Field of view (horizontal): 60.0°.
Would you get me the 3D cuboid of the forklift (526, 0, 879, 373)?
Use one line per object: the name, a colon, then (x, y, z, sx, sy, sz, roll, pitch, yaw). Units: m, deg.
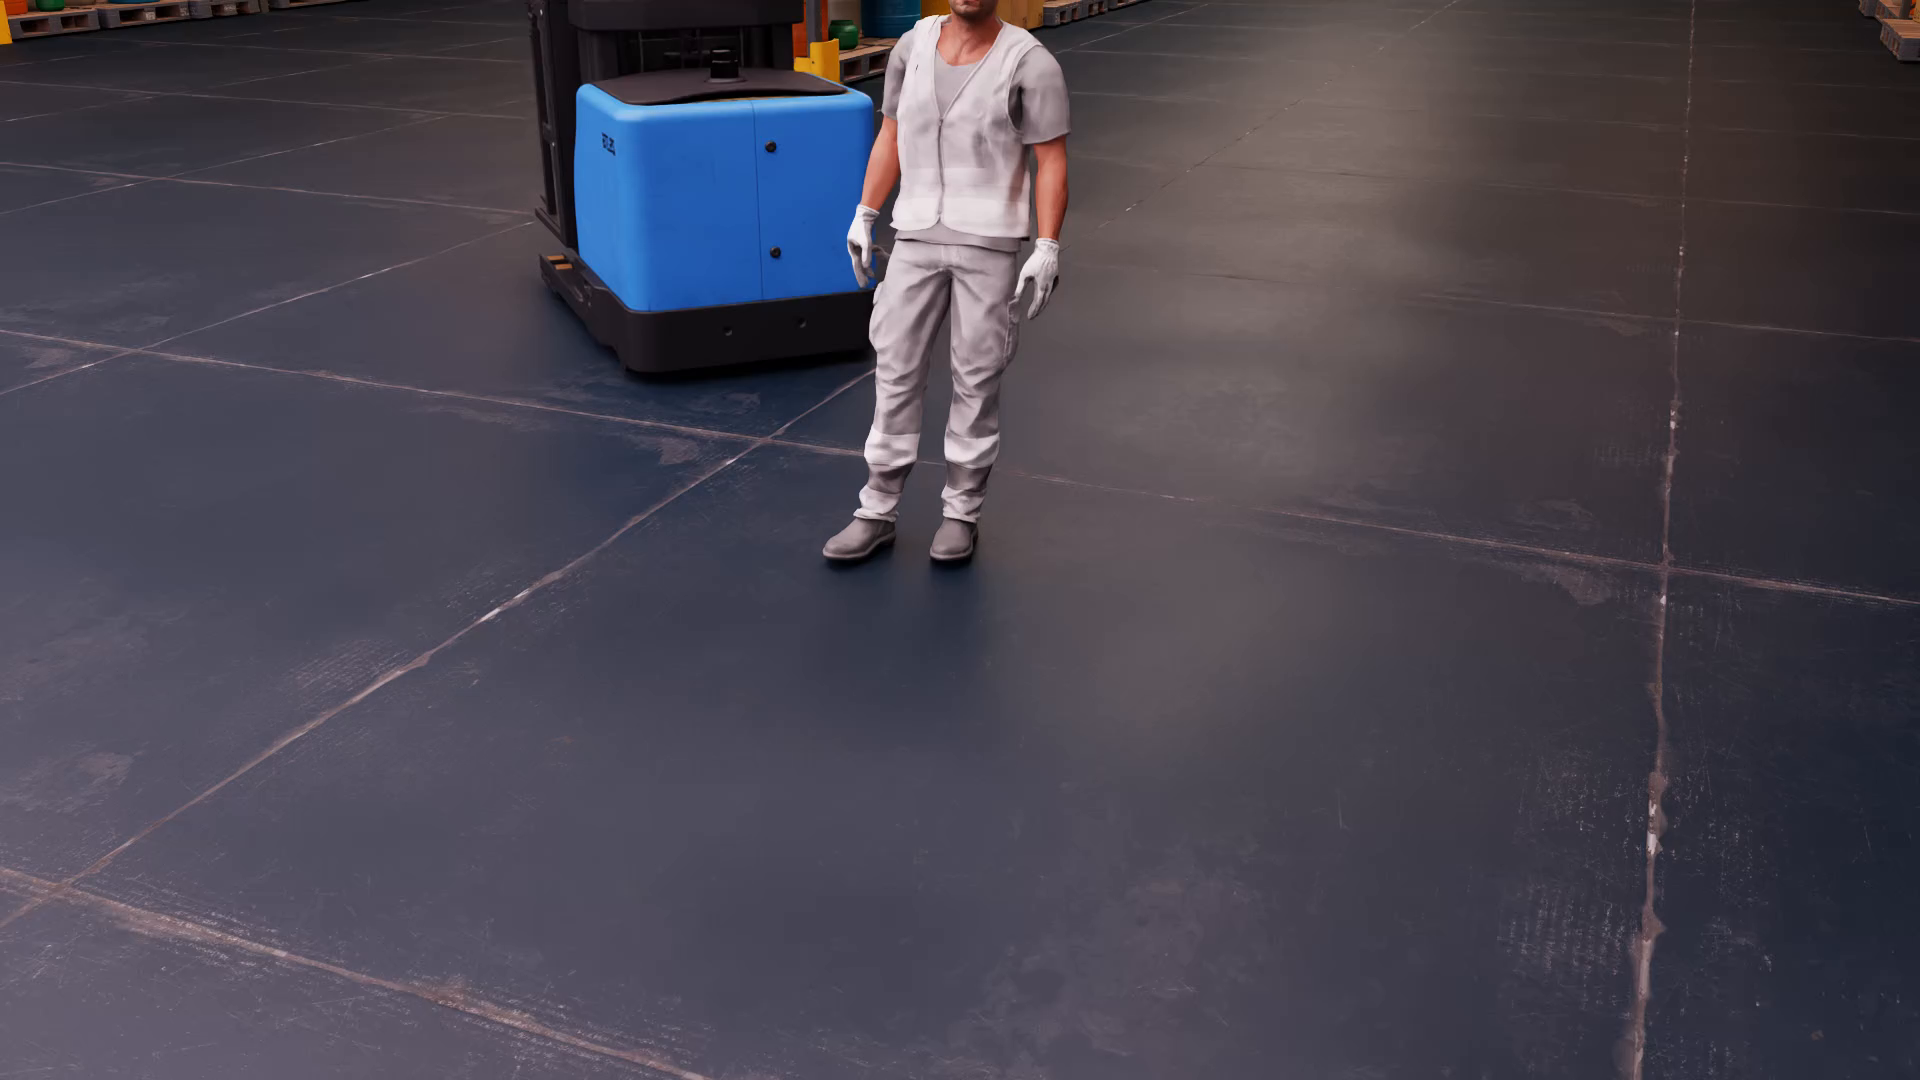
forklift: (-1.364, -2.538, 7.365, 1.130, 2.935, 3.031, -9, 24, -21)

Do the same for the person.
person: (-0.041, -0.805, 4.680, 0.638, 1.789, 0.562, 9, 24, 21)
